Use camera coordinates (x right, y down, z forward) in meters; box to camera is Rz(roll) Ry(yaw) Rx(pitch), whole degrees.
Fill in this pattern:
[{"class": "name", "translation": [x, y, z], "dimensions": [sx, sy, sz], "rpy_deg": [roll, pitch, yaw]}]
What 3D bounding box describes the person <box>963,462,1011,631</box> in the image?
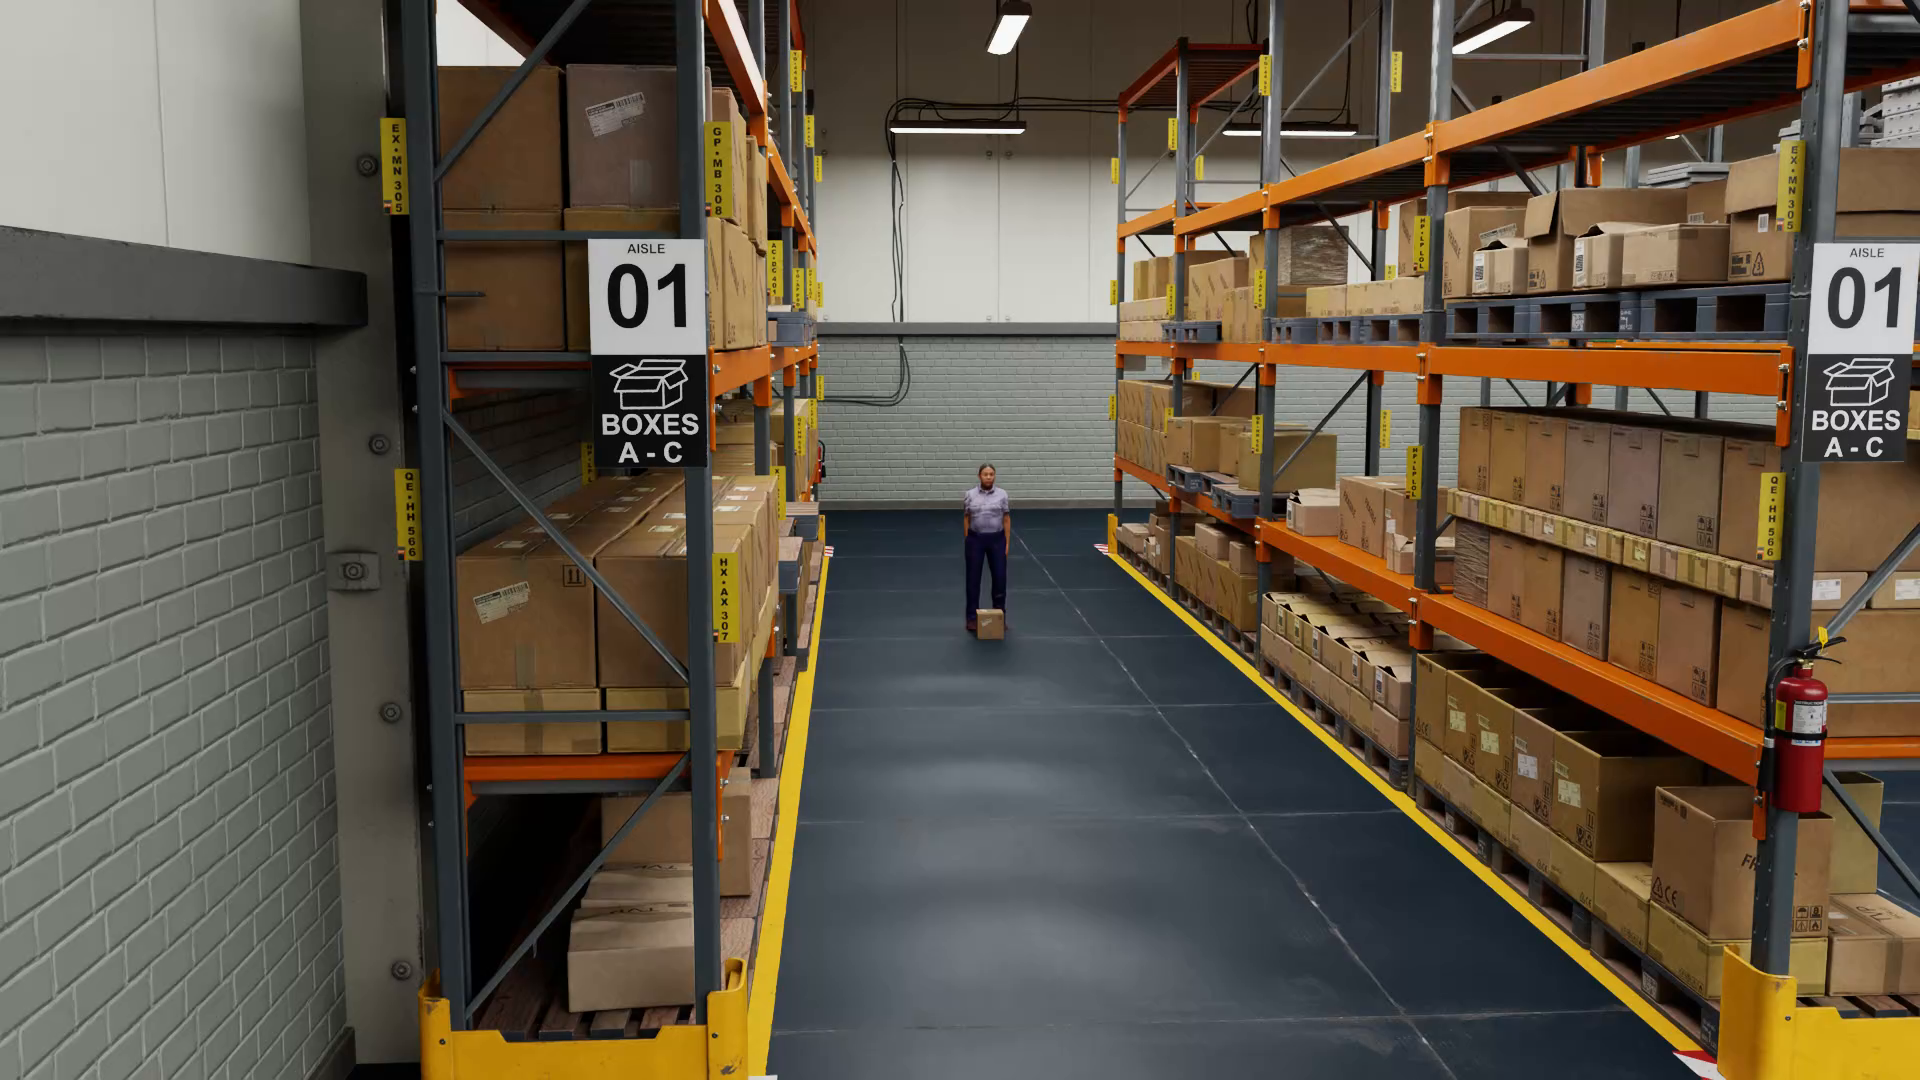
[{"class": "person", "translation": [0.268, 0.068, 16.330], "dimensions": [0.466, 1.659, 0.343], "rpy_deg": [0, 7, -2]}]
